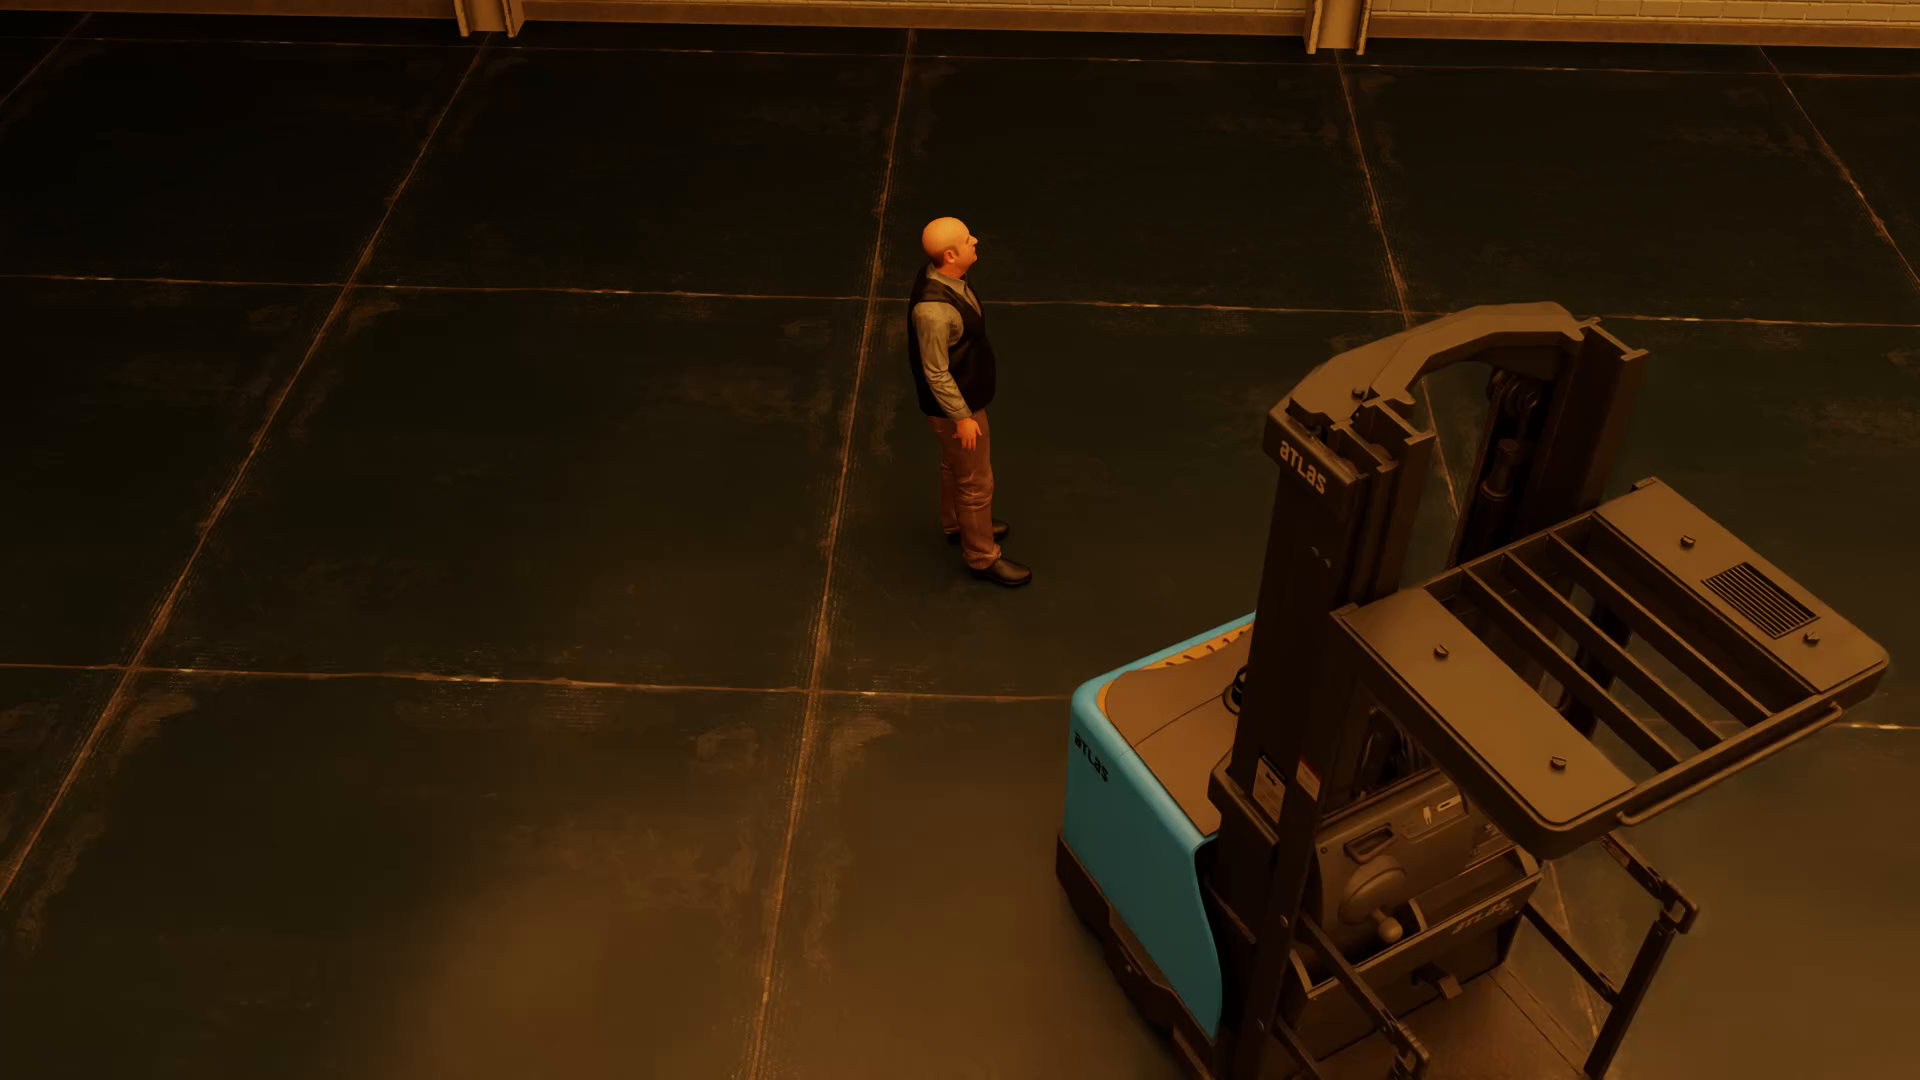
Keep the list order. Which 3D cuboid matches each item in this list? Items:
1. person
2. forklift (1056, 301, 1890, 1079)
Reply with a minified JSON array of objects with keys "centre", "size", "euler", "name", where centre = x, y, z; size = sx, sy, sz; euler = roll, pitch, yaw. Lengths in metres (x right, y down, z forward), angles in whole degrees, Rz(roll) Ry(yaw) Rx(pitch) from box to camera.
[{"centre":[0.061,-0.634,7.323],"size":[0.568,1.720,0.632],"euler":[2,42,2],"name":"person"},{"centre":[1.517,0.940,4.712],"size":[1.130,2.935,3.031],"euler":[-20,46,-21],"name":"forklift"}]
